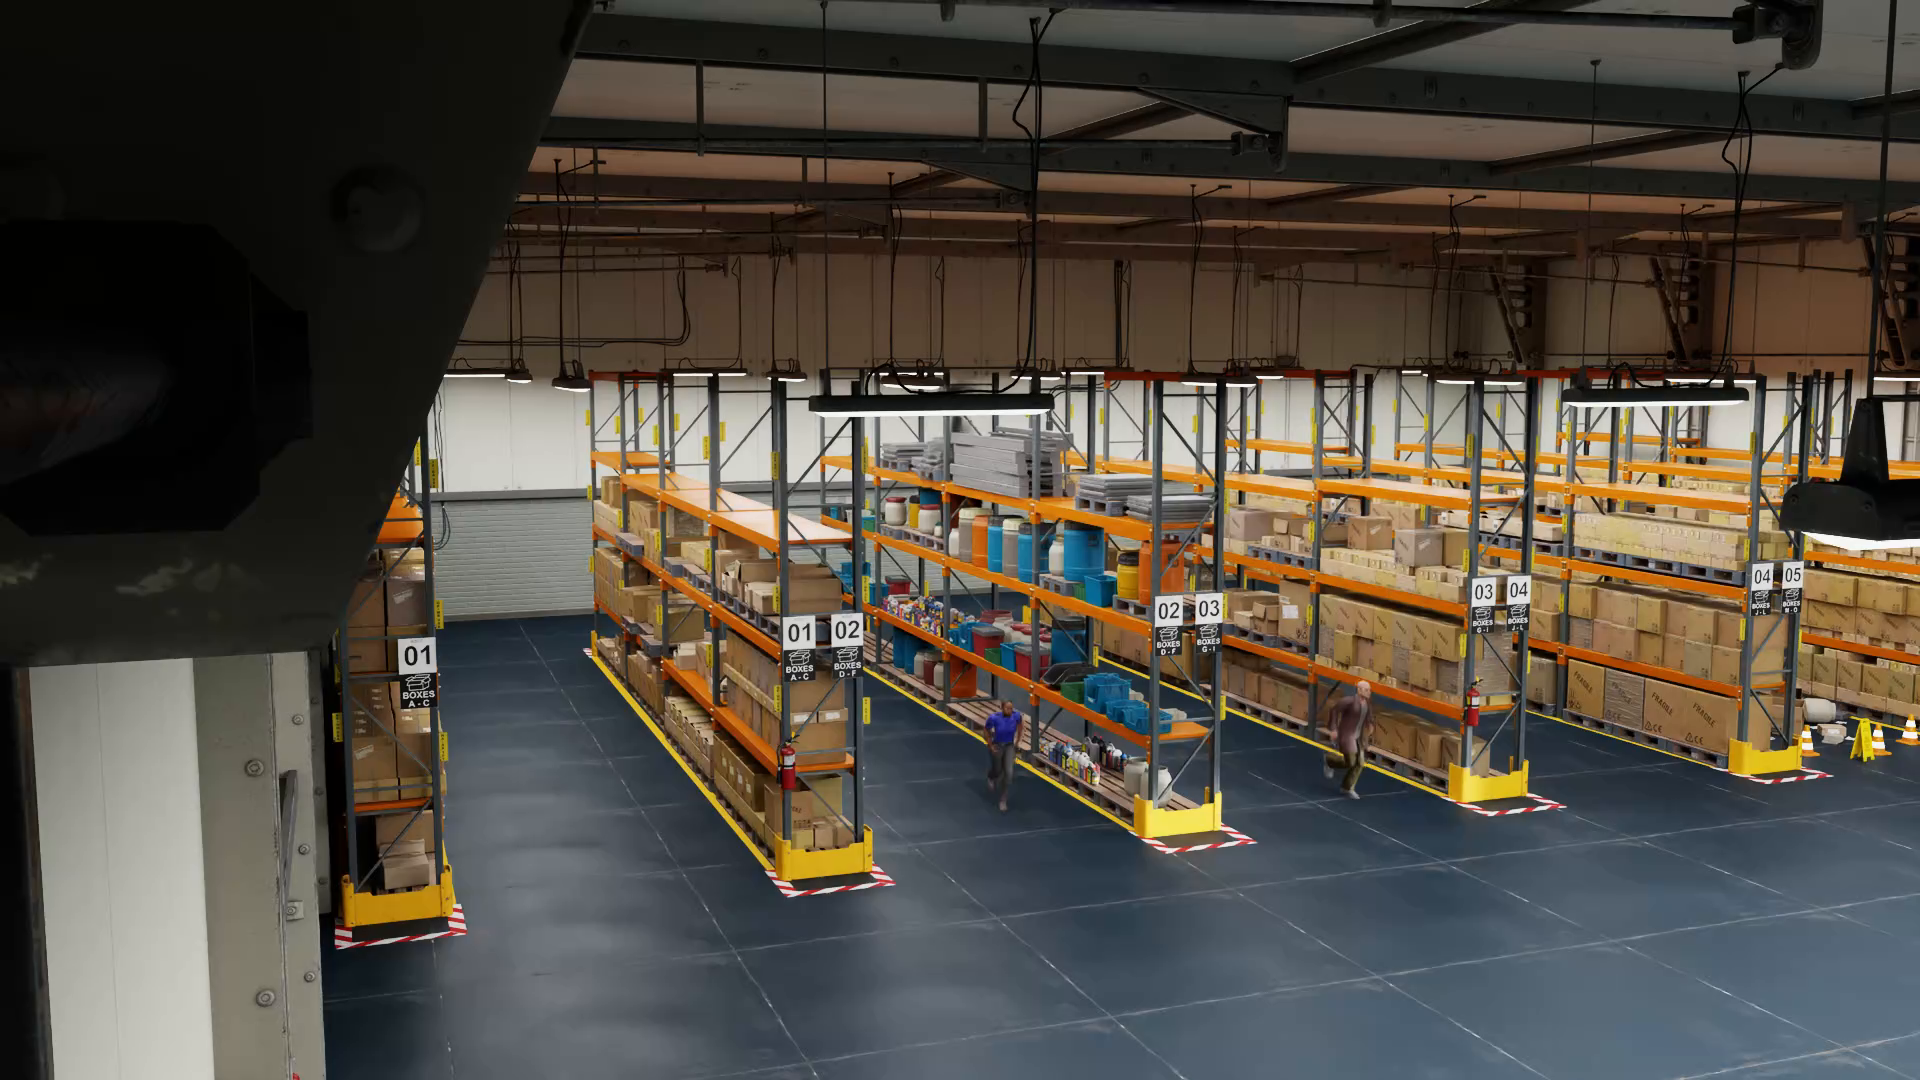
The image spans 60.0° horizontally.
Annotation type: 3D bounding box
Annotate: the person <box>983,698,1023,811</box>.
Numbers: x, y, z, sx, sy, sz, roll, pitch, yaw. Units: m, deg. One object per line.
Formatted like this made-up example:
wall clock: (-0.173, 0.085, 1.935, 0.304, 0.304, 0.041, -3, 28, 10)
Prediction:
person: (0.581, 2.957, 23.461, 0.585, 1.615, 0.903, -2, 7, -18)

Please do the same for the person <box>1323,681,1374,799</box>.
person: (5.587, 2.833, 23.972, 0.706, 1.717, 0.805, -5, 8, -37)

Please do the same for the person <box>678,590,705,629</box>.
person: (-5.831, 1.518, 35.785, 0.709, 1.725, 0.657, -4, 7, -32)
